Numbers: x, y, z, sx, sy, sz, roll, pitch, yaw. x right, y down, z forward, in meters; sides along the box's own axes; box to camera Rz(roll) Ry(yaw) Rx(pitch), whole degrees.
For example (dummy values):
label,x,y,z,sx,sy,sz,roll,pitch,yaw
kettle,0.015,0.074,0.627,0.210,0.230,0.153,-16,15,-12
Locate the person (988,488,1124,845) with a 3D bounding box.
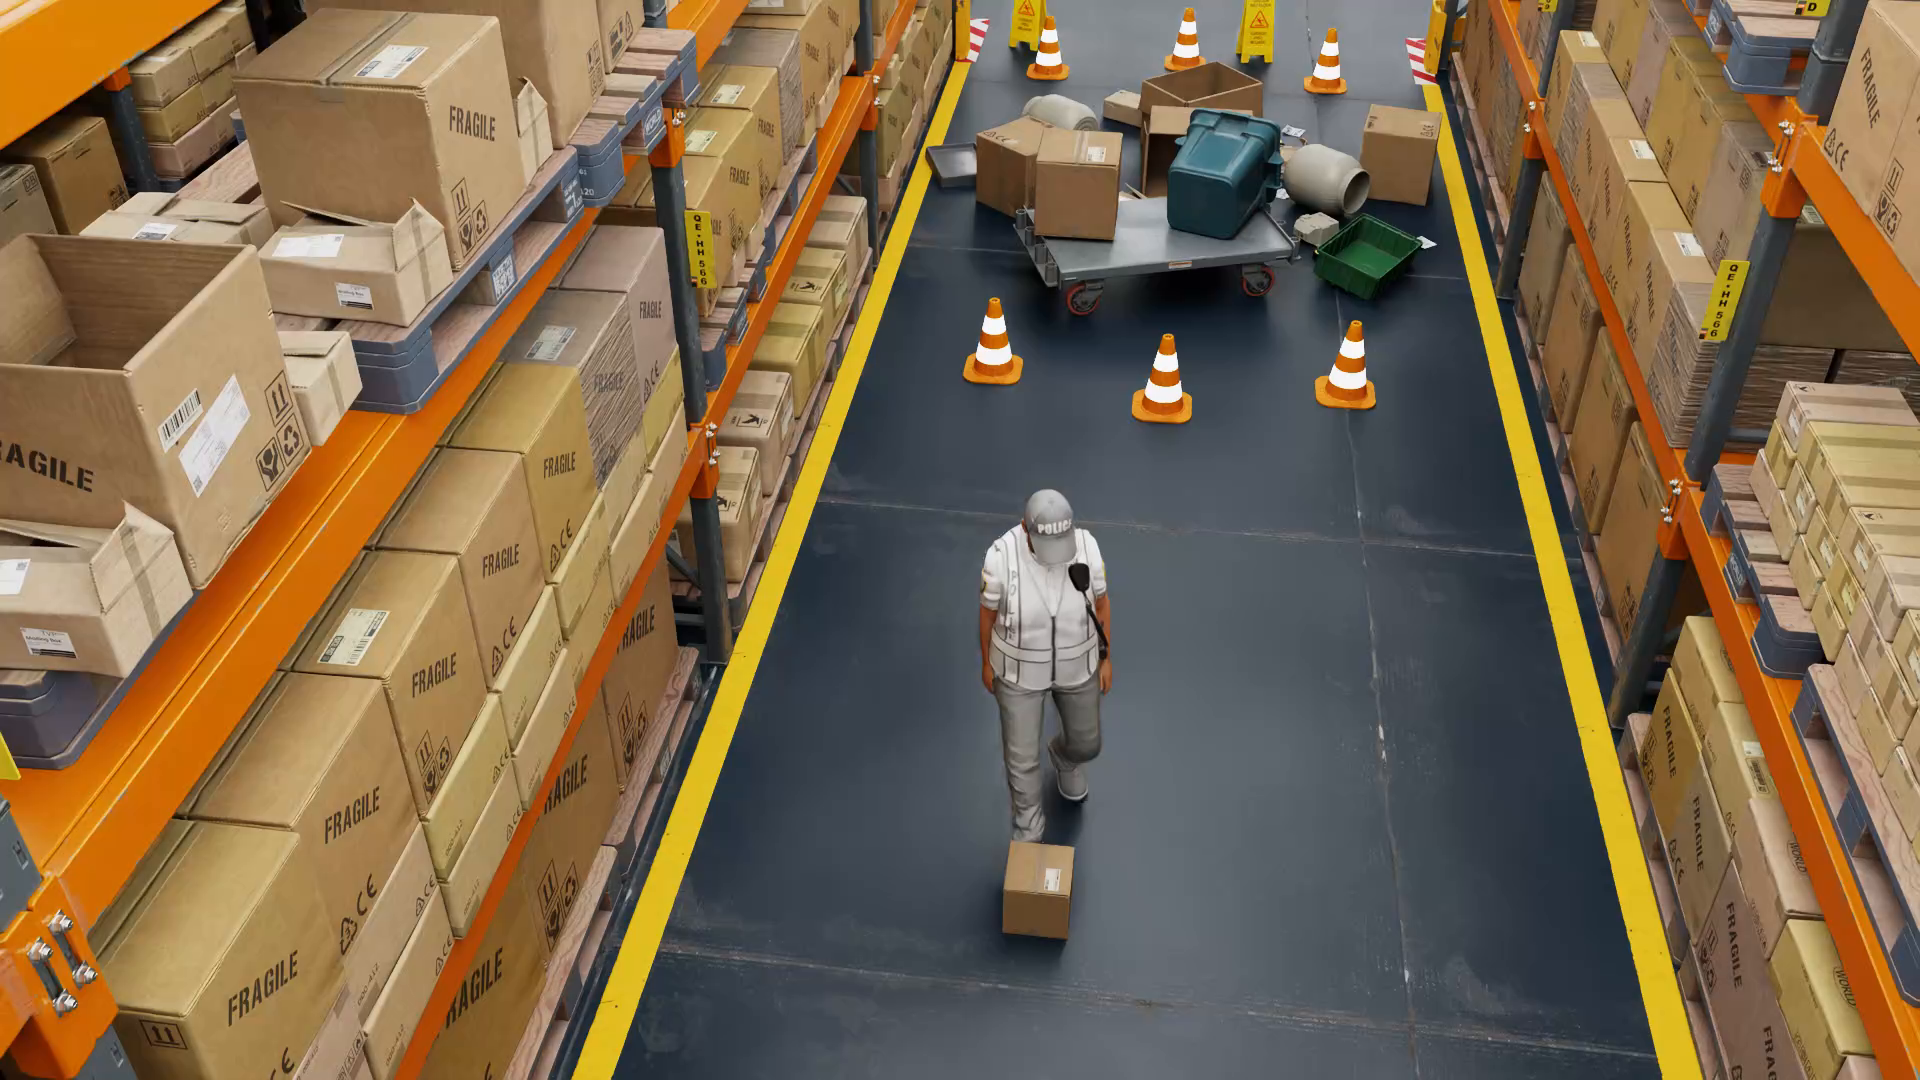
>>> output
label,x,y,z,sx,sy,sz,roll,pitch,yaw
person,0.369,0.516,6.307,0.523,1.645,0.552,-1,36,-1
